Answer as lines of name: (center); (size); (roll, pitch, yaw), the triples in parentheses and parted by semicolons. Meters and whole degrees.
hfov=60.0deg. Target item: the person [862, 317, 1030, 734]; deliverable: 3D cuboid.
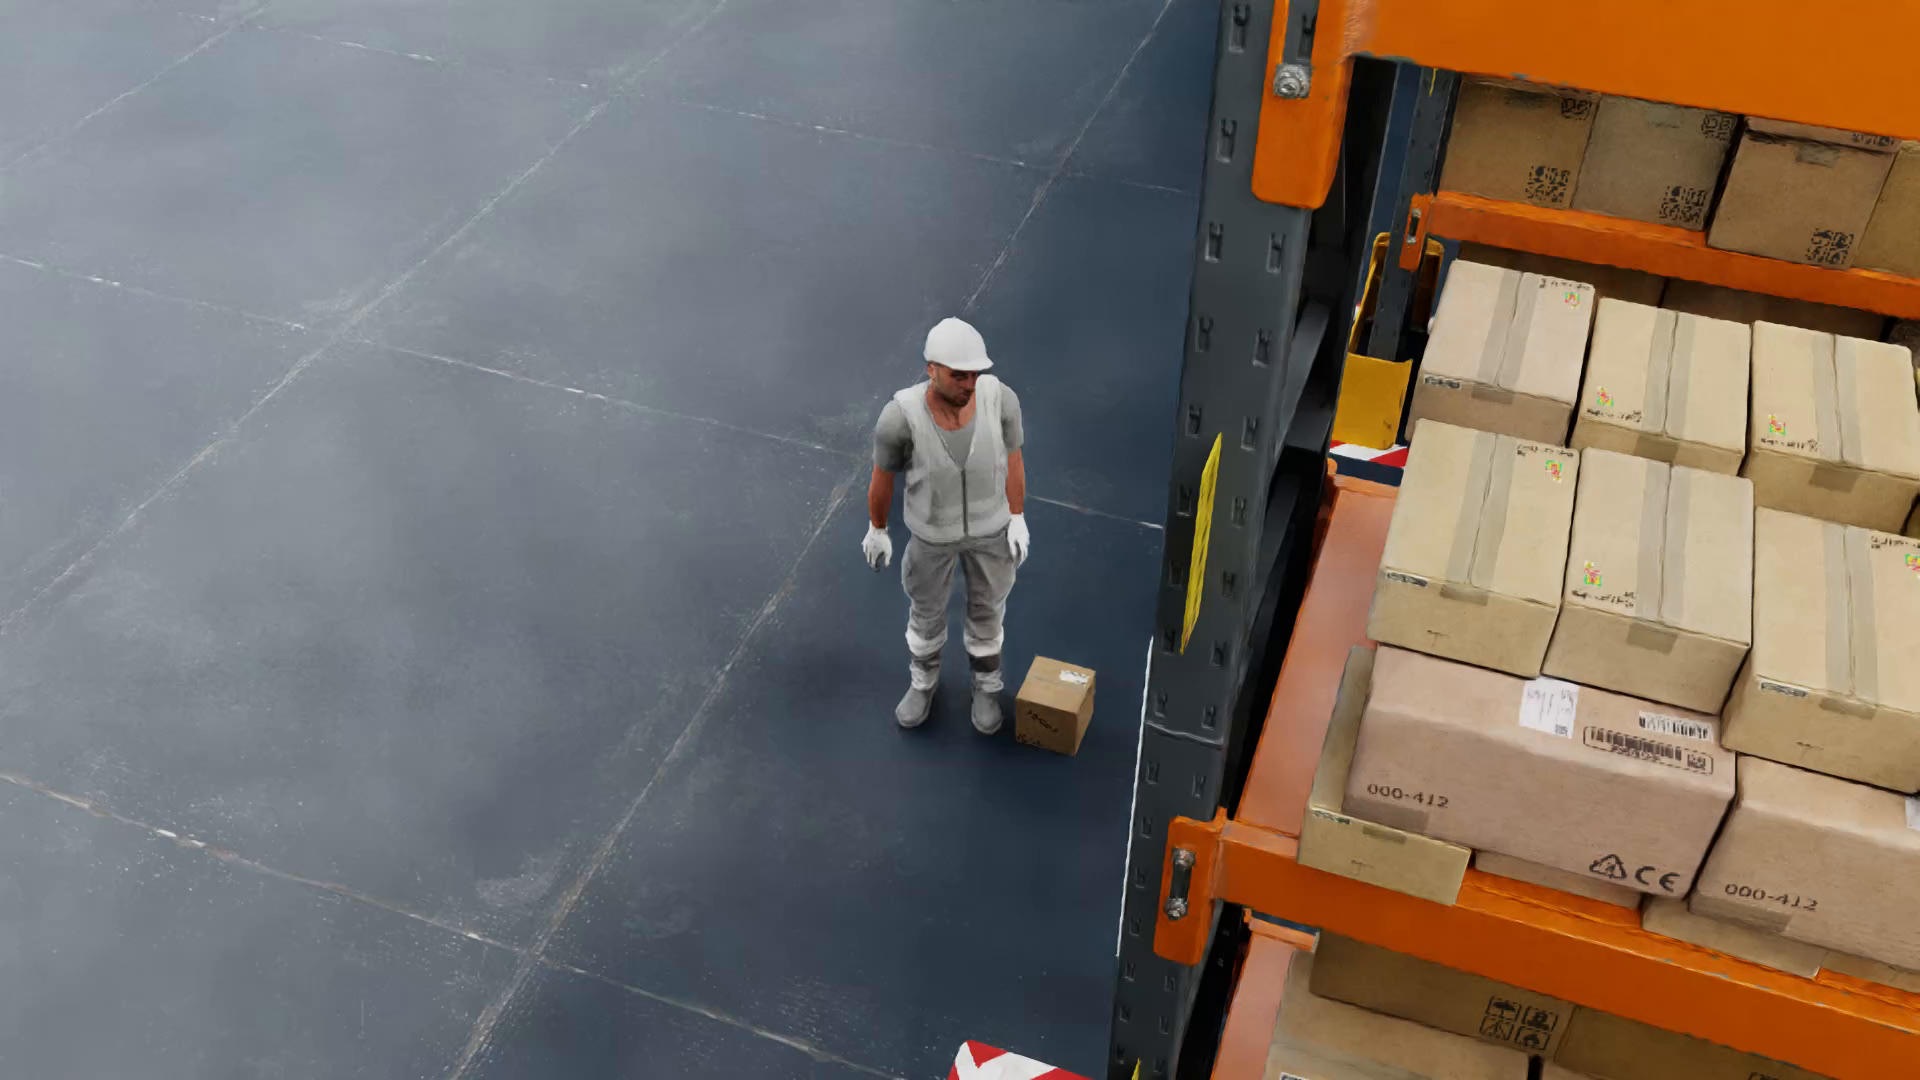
person: (-0.044, -0.008, 6.112); (0.607, 1.790, 0.465); (-9, 42, -10)
